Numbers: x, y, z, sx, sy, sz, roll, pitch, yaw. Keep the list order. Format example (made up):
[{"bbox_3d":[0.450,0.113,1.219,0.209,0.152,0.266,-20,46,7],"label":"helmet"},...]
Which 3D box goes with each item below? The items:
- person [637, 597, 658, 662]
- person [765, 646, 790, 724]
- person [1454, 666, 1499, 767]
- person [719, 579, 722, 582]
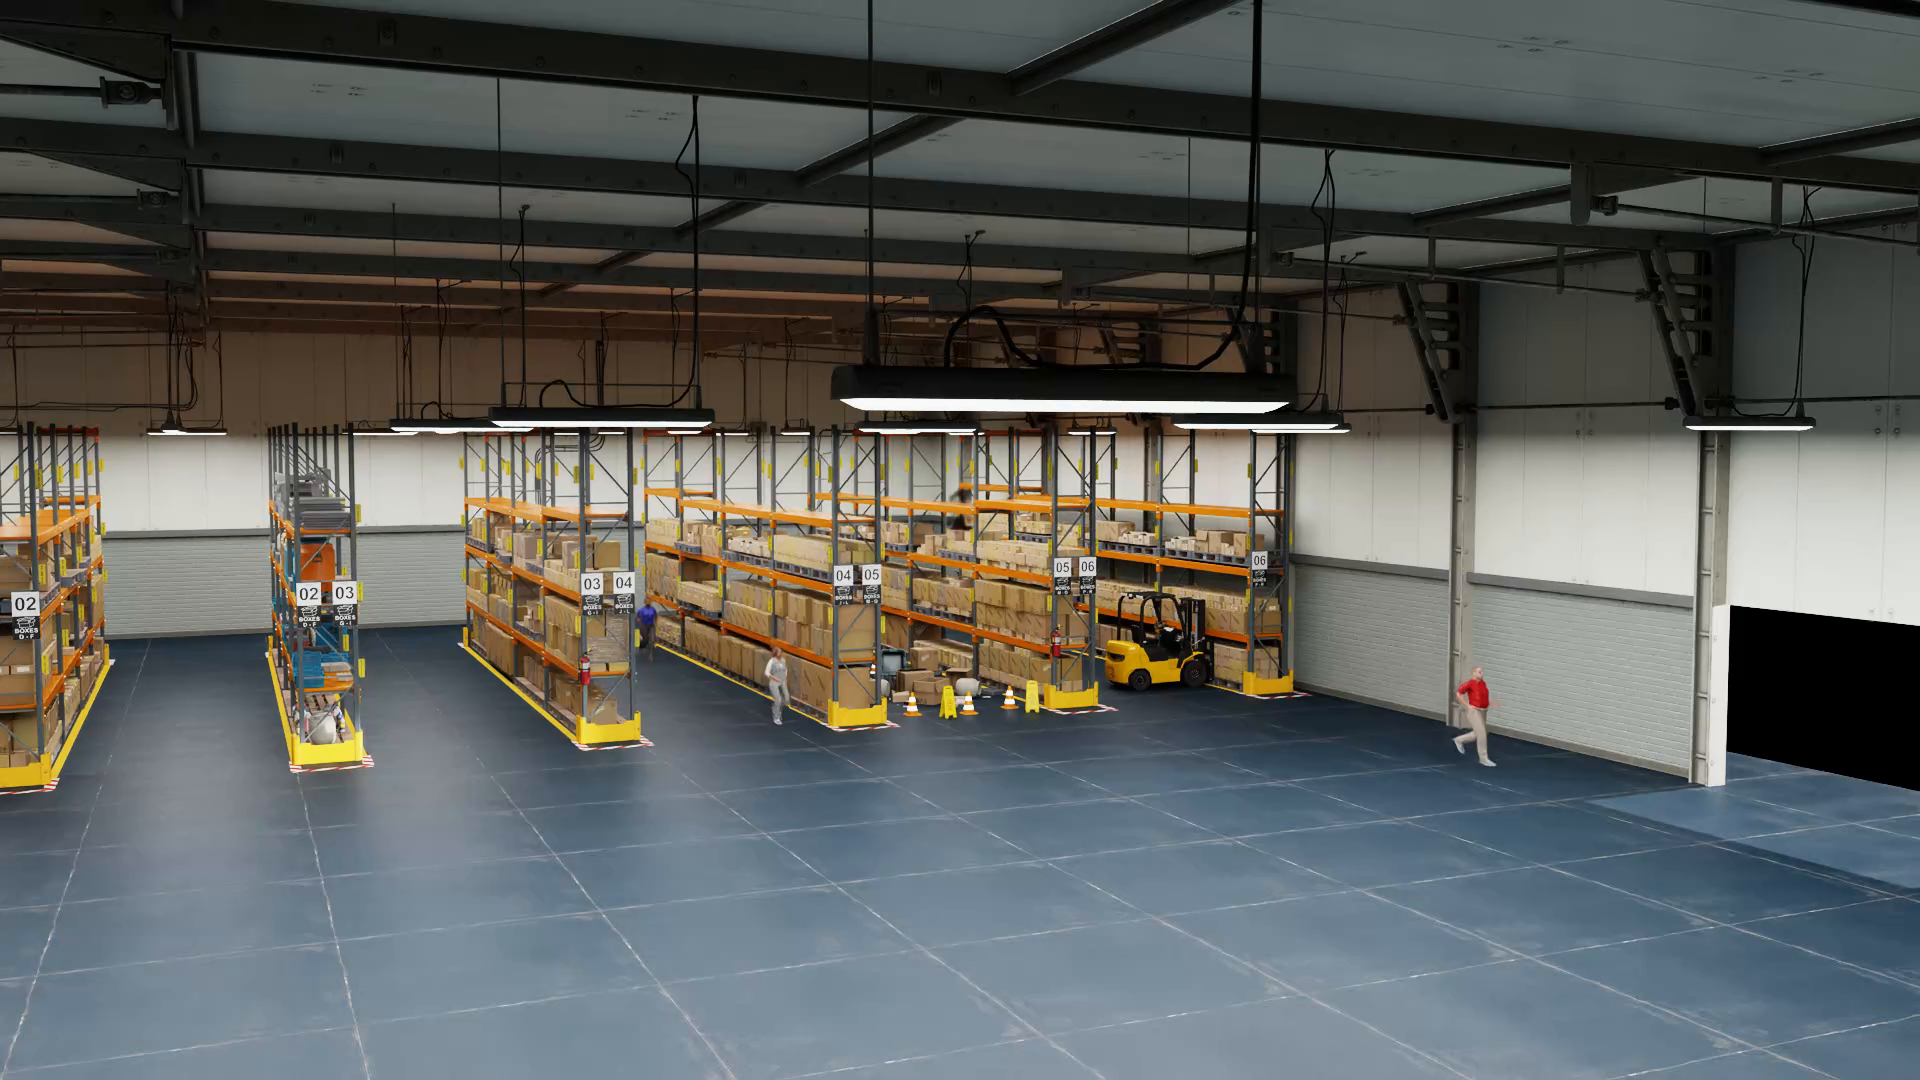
[{"bbox_3d":[-8.075,2.299,43.027,0.588,1.640,0.768,-2,4,-27],"label":"person"},{"bbox_3d":[-3.648,2.916,33.300,0.543,1.553,0.530,-3,4,-37],"label":"person"},{"bbox_3d":[9.081,3.087,29.337,0.663,1.731,0.903,-3,5,-41],"label":"person"},{"bbox_3d":[-6.999,1.937,48.283,0.637,1.760,0.726,-2,4,-28],"label":"person"}]
